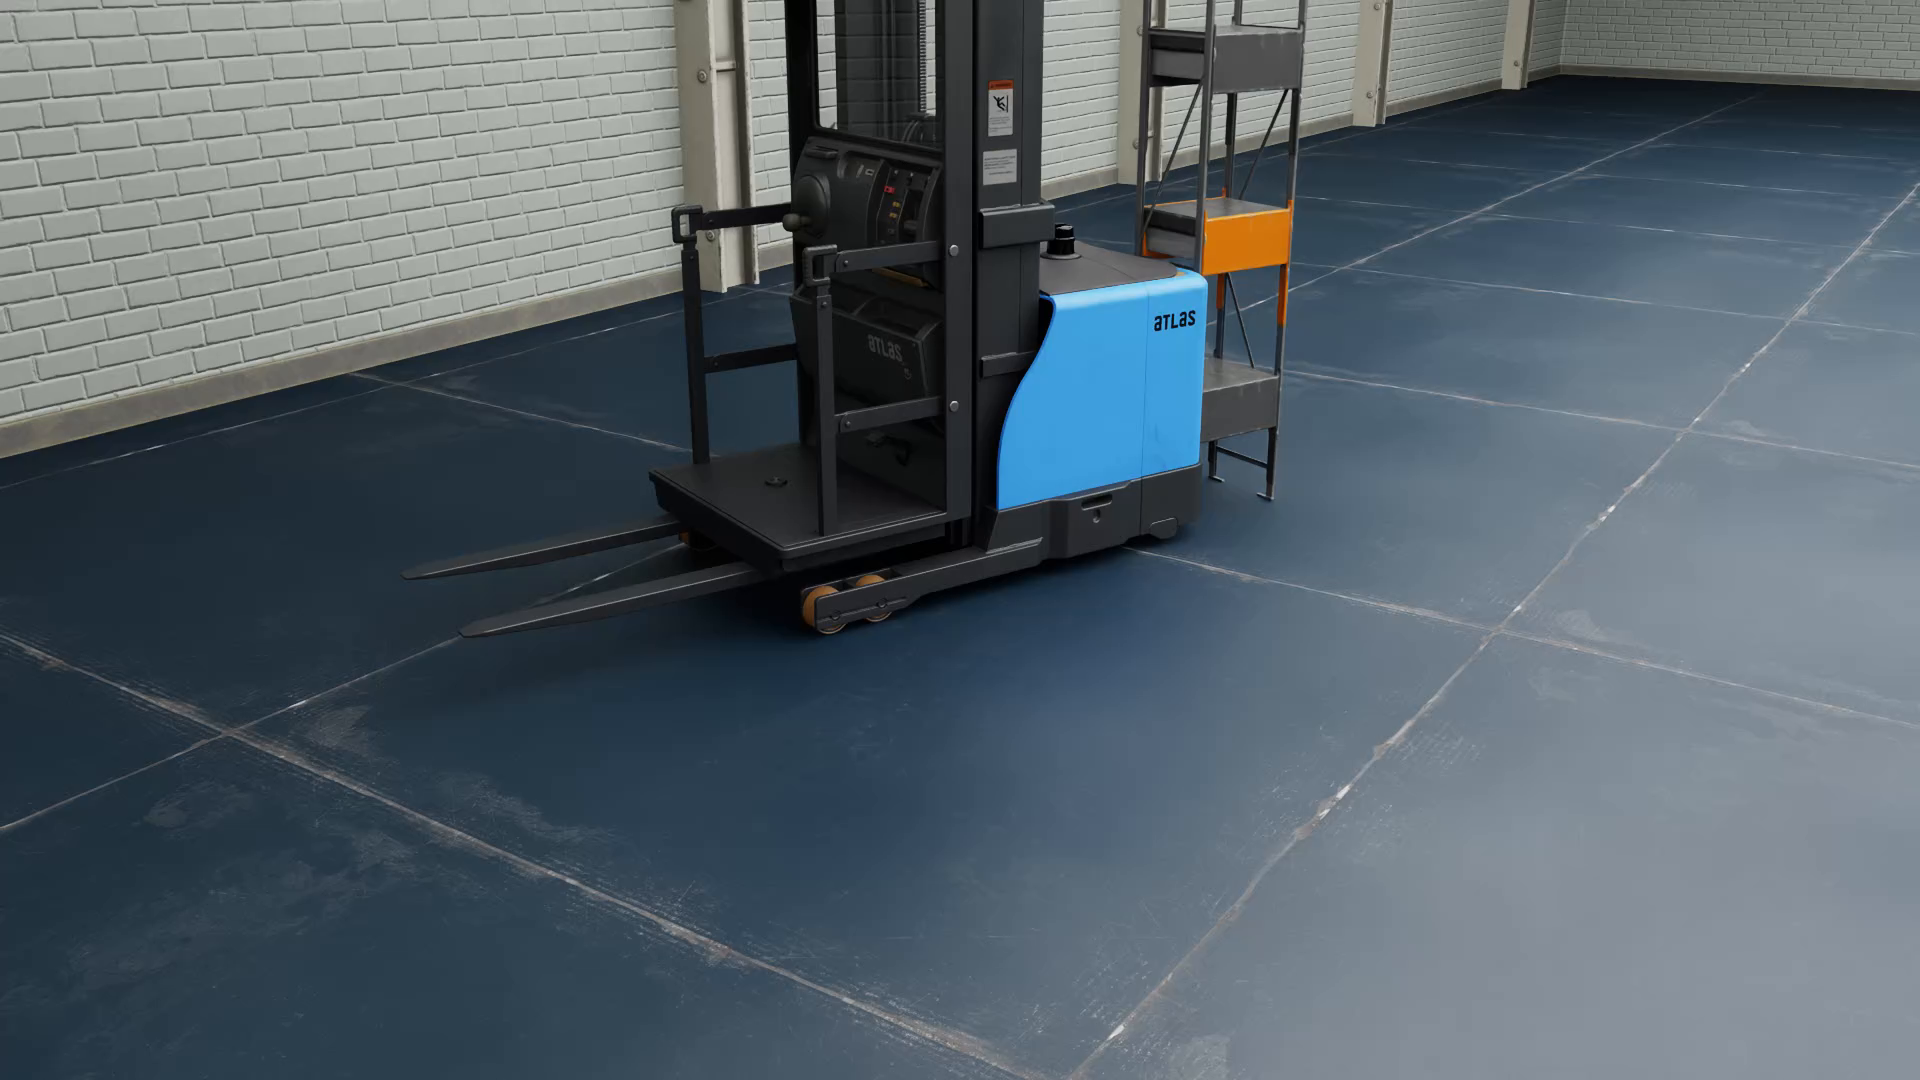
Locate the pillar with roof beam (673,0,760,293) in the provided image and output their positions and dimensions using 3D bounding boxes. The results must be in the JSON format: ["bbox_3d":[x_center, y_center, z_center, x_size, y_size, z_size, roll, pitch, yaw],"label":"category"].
[{"bbox_3d":[1.925,-5.150,7.718,9.100,9.000,0.400,13,24,32],"label":"pillar with roof beam"}]

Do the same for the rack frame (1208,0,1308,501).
[{"bbox_3d":[1.244,-1.212,7.014,0.015,2.100,0.400,-13,24,-32],"label":"rack frame"}]

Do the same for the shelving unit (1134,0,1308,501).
[{"bbox_3d":[1.043,-1.164,6.885,0.503,2.100,0.431,-13,24,-32],"label":"shelving unit"}]

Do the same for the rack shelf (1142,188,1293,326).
[{"bbox_3d":[1.043,-1.151,6.890,0.480,0.518,0.431,-13,24,-32],"label":"rack shelf"}]

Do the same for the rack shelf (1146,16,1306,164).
[{"bbox_3d":[1.043,-1.808,6.647,0.480,0.518,0.431,-13,24,-32],"label":"rack shelf"}]

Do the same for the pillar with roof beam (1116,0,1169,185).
[{"bbox_3d":[5.298,-6.872,12.372,9.100,9.000,0.400,13,24,32],"label":"pillar with roof beam"}]

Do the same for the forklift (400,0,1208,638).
[{"bbox_3d":[-0.520,-1.251,5.922,3.031,2.935,1.130,-13,24,-32],"label":"forklift"}]

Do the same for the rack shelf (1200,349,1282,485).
[{"bbox_3d":[1.043,-0.495,7.132,0.480,0.518,0.431,-13,24,-32],"label":"rack shelf"}]

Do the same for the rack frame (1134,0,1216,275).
[{"bbox_3d":[0.842,-1.116,6.755,0.015,2.100,0.400,-13,24,-32],"label":"rack frame"}]

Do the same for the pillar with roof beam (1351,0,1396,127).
[{"bbox_3d":[8.671,-8.593,17.026,9.100,9.000,0.400,13,24,32],"label":"pillar with roof beam"}]

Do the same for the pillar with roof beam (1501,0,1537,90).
[{"bbox_3d":[12.044,-10.315,21.680,9.100,9.000,0.400,13,24,32],"label":"pillar with roof beam"}]
